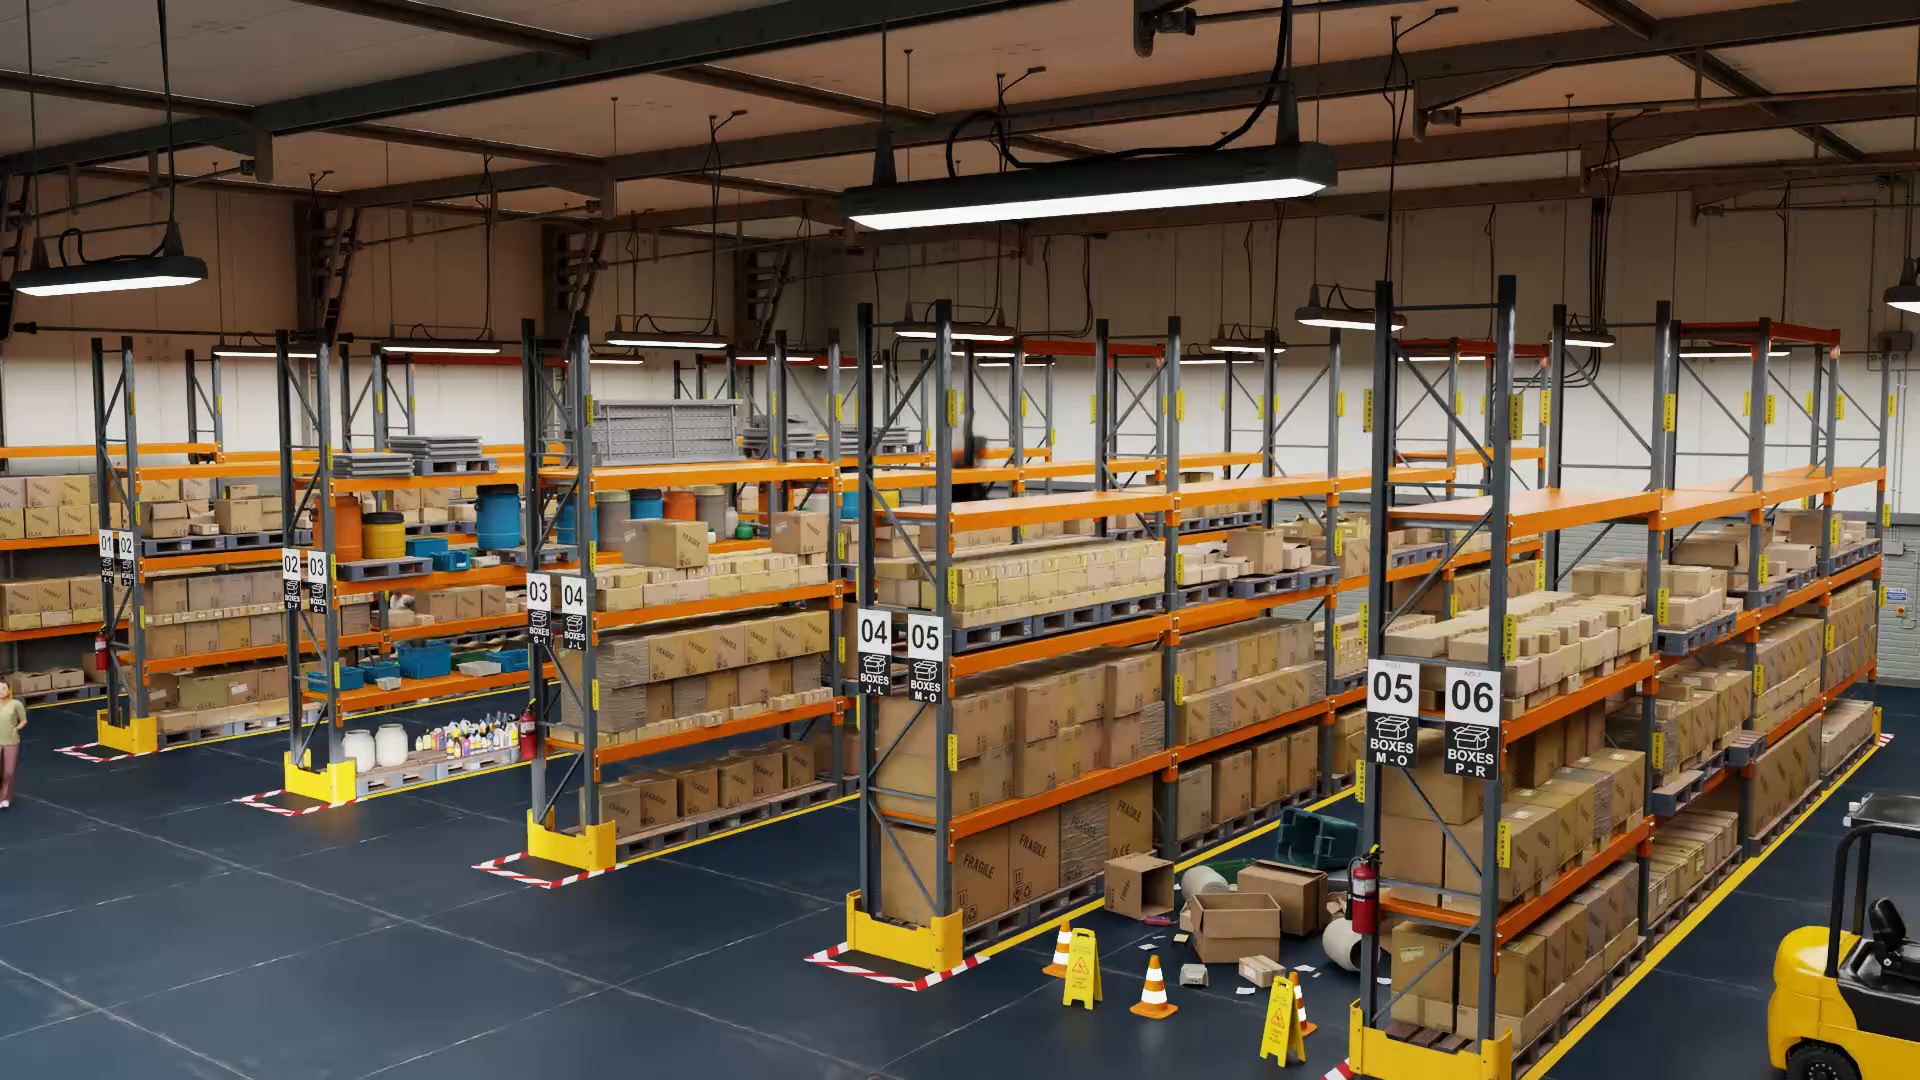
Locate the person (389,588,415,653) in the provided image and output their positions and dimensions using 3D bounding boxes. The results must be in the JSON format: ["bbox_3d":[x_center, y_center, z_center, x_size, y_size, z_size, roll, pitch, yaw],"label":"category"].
[{"bbox_3d":[-10.229,1.622,30.536,0.686,1.792,0.839,3,6,30],"label":"person"}]

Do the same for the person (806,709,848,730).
[{"bbox_3d":[-1.963,1.905,24.508,0.557,1.716,0.779,3,6,32],"label":"person"}]

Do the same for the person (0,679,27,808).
[{"bbox_3d":[-11.898,2.540,20.670,0.553,1.627,0.567,-3,6,-28],"label":"person"}]
